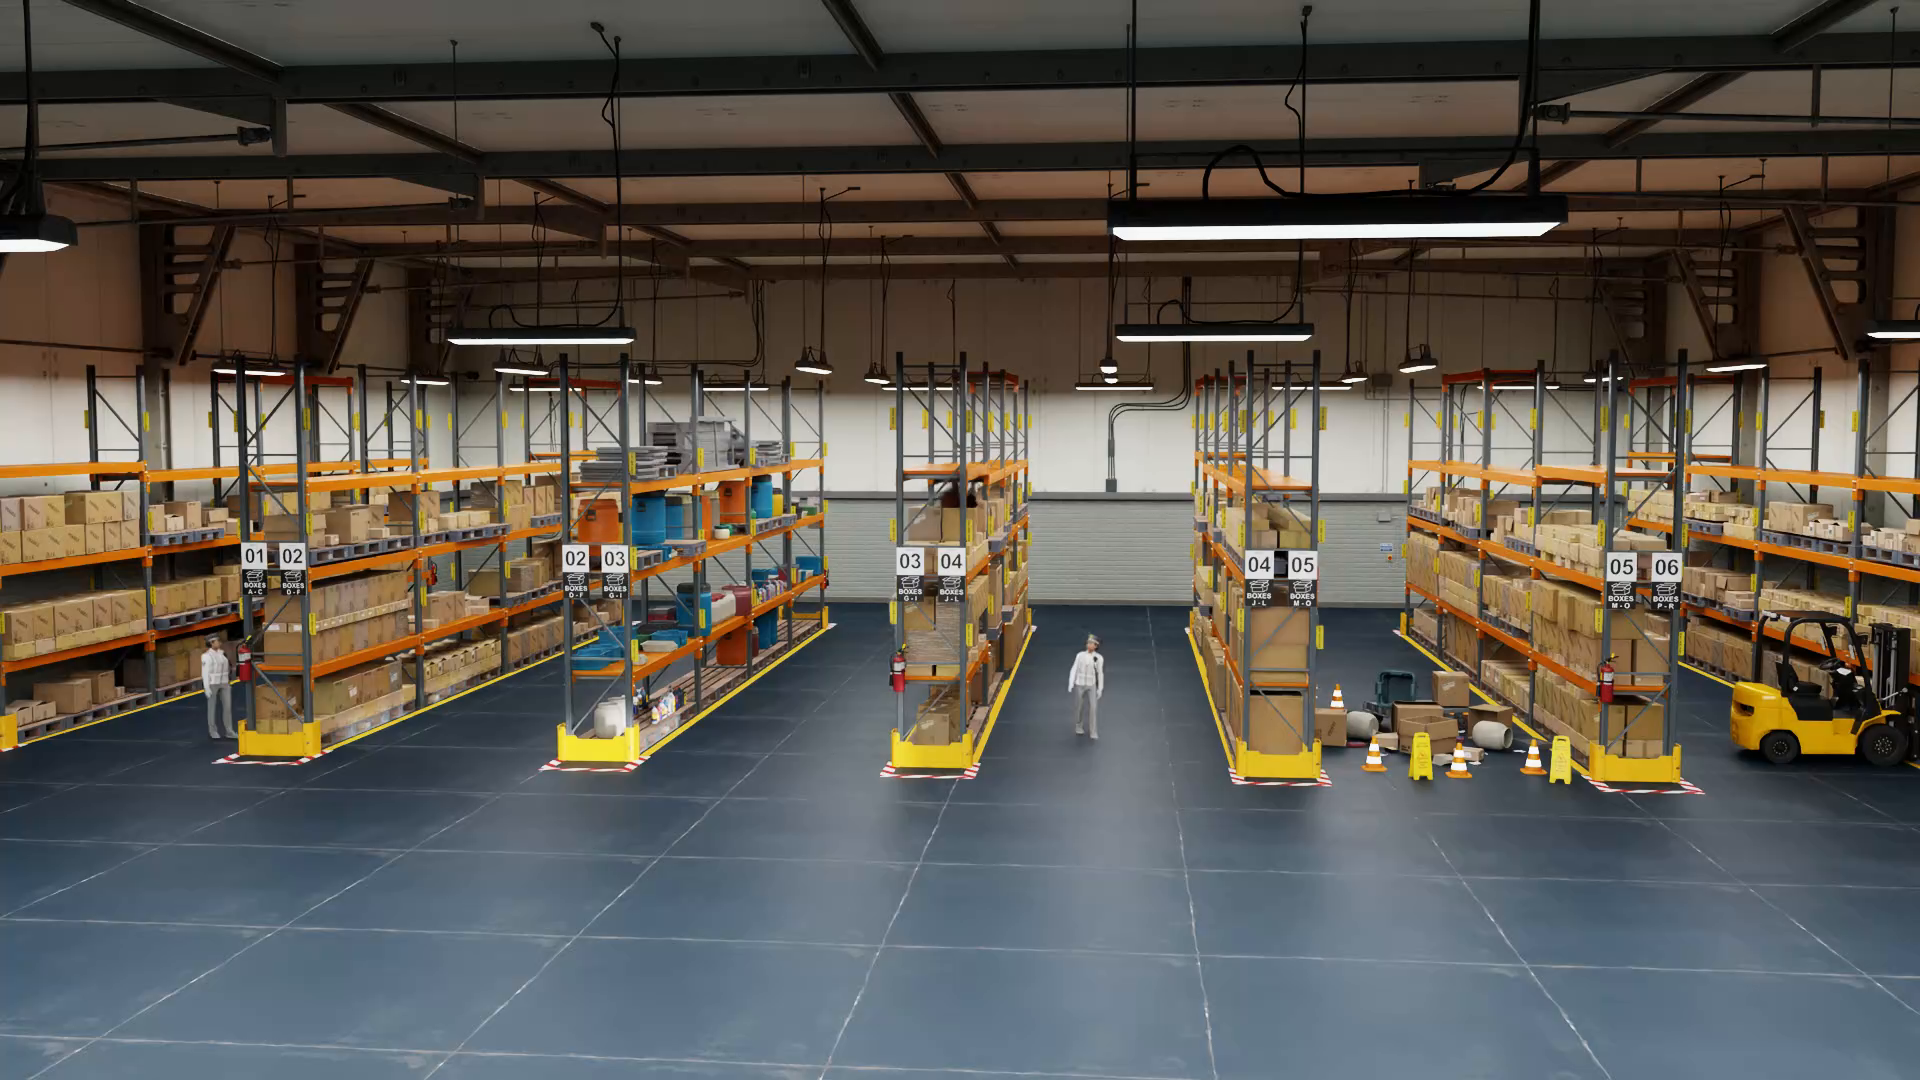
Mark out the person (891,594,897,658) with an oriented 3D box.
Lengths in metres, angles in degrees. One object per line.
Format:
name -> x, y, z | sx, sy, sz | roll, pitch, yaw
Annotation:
person -> -1.166, 1.681, 34.698 | 0.650, 1.752, 0.992 | 1, 4, 7

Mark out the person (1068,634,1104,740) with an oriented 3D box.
person -> 1.992, 2.311, 26.291 | 0.554, 1.616, 0.974 | 0, 4, 5

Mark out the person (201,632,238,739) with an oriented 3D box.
person -> -11.670, 2.302, 26.223 | 0.563, 1.685, 0.504 | 4, 5, 41
